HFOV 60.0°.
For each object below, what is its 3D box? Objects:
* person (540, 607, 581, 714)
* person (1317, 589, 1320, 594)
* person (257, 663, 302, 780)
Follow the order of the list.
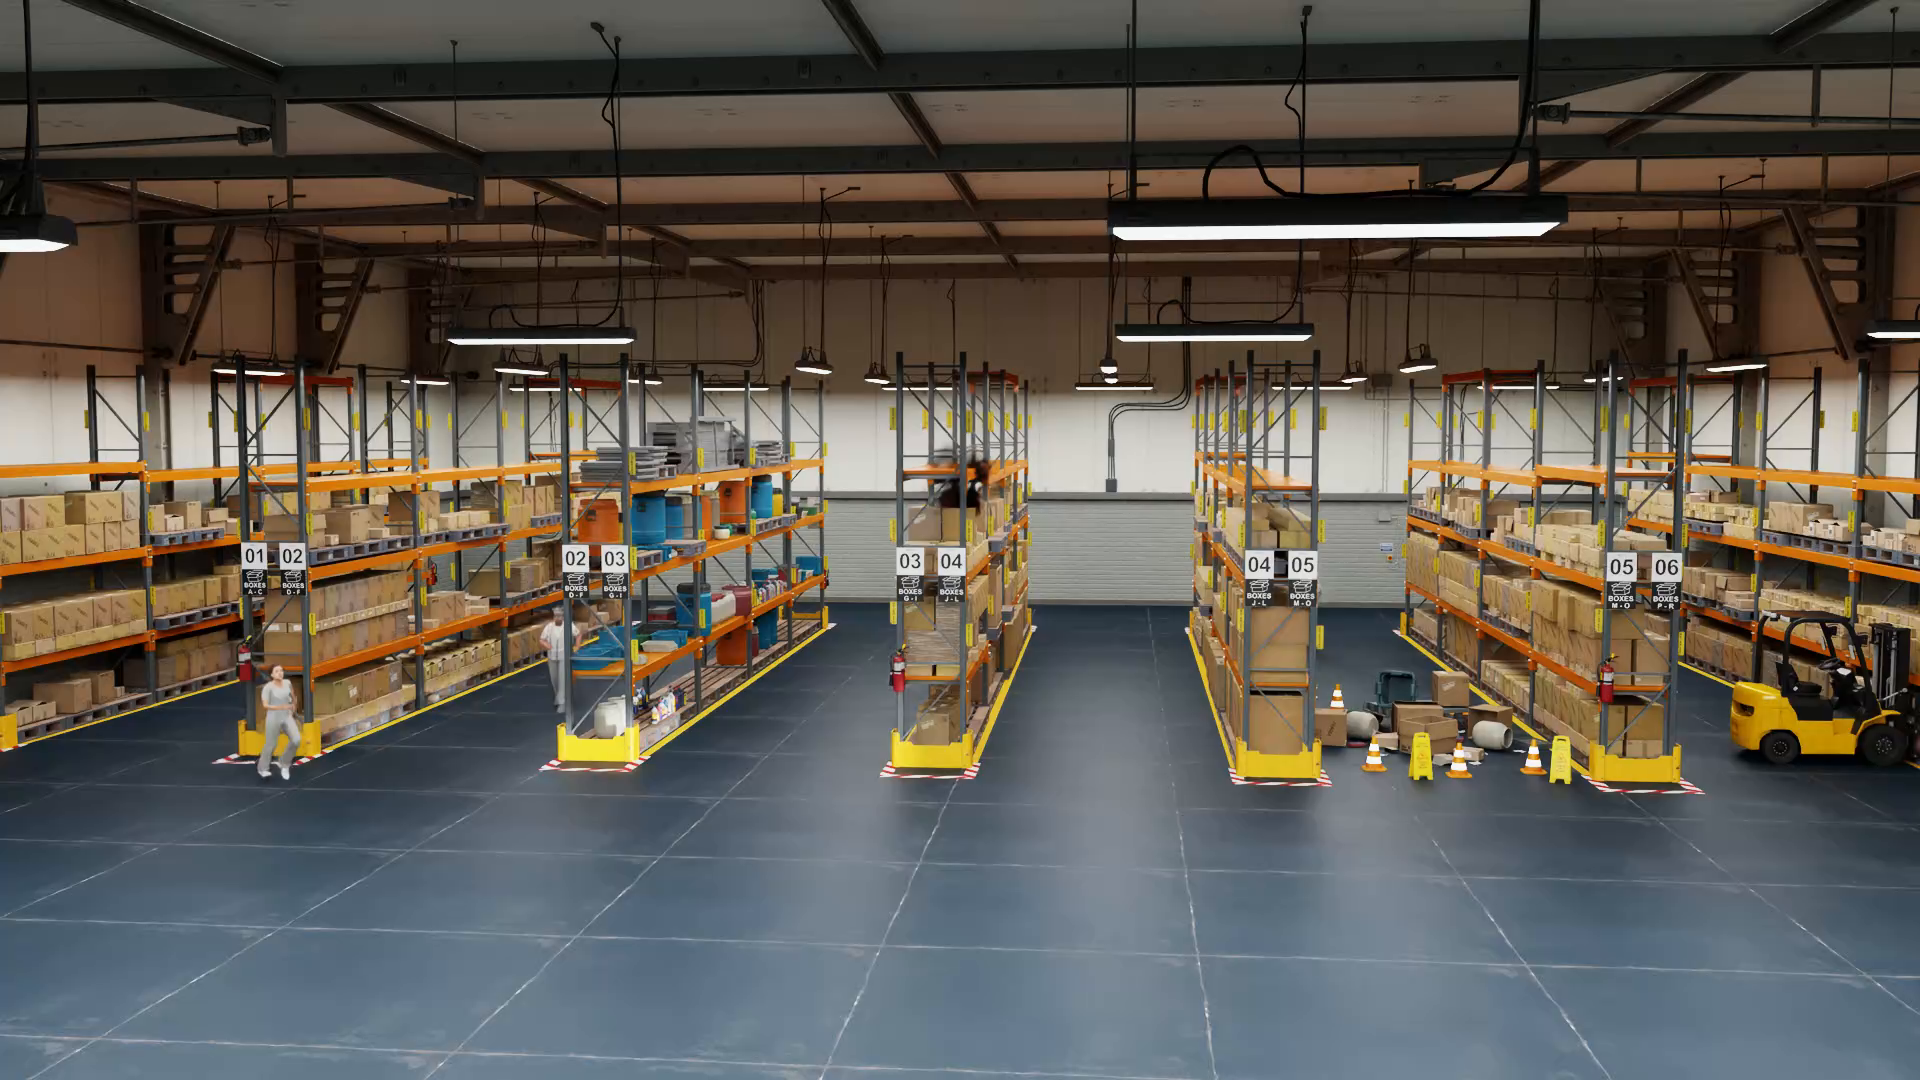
[{"bbox_3d":[-6.962,2.061,28.944,0.683,1.815,0.854,0,4,-1],"label":"person"},{"bbox_3d":[7.765,1.475,37.262,0.635,1.802,0.789,0,4,-1],"label":"person"},{"bbox_3d":[-9.468,2.518,23.156,0.835,1.636,0.574,3,5,41],"label":"person"}]
